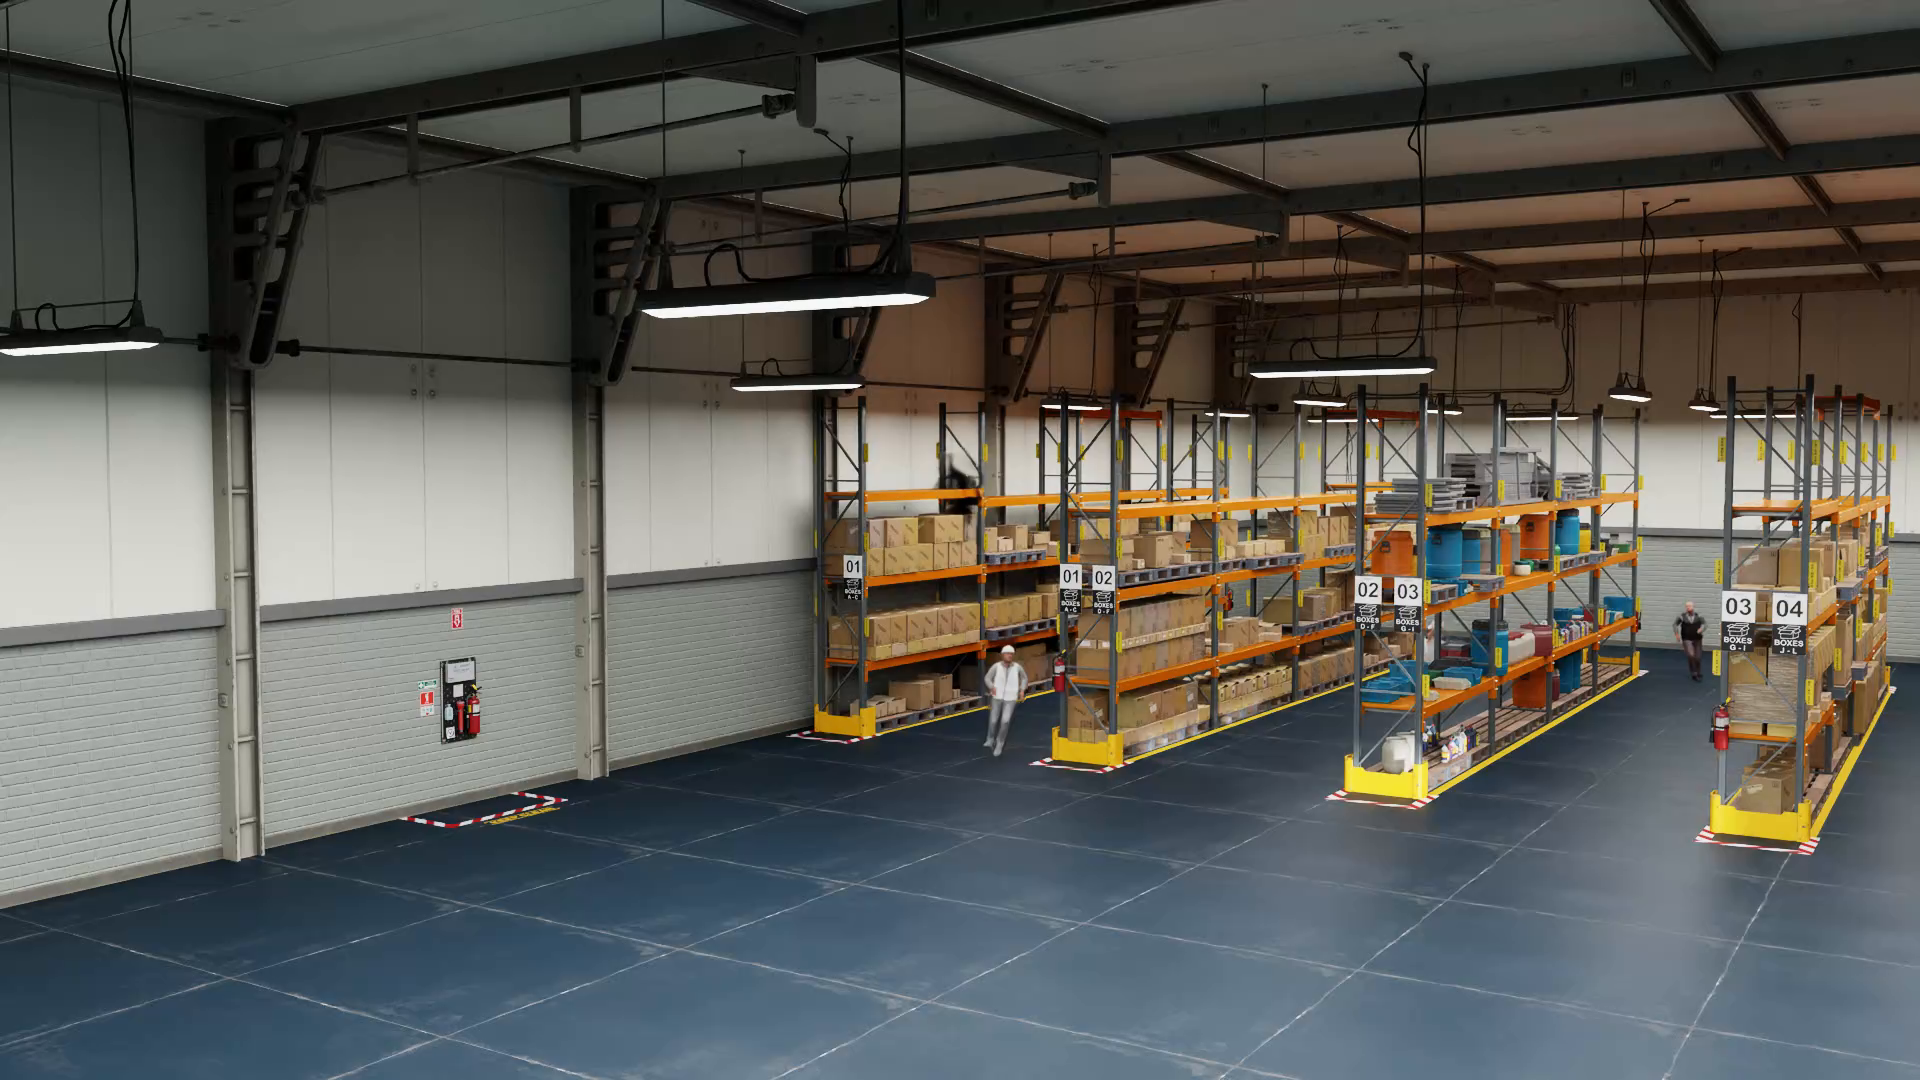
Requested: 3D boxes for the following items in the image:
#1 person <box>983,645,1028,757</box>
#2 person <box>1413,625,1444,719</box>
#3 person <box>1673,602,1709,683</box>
[{"bbox_3d":[0.734,2.617,27.291,0.732,1.795,0.697,0,3,5],"label":"person"},{"bbox_3d":[8.886,2.471,31.375,0.663,1.757,0.782,2,3,28],"label":"person"},{"bbox_3d":[16.066,2.225,36.509,0.696,1.727,0.846,1,3,12],"label":"person"}]
